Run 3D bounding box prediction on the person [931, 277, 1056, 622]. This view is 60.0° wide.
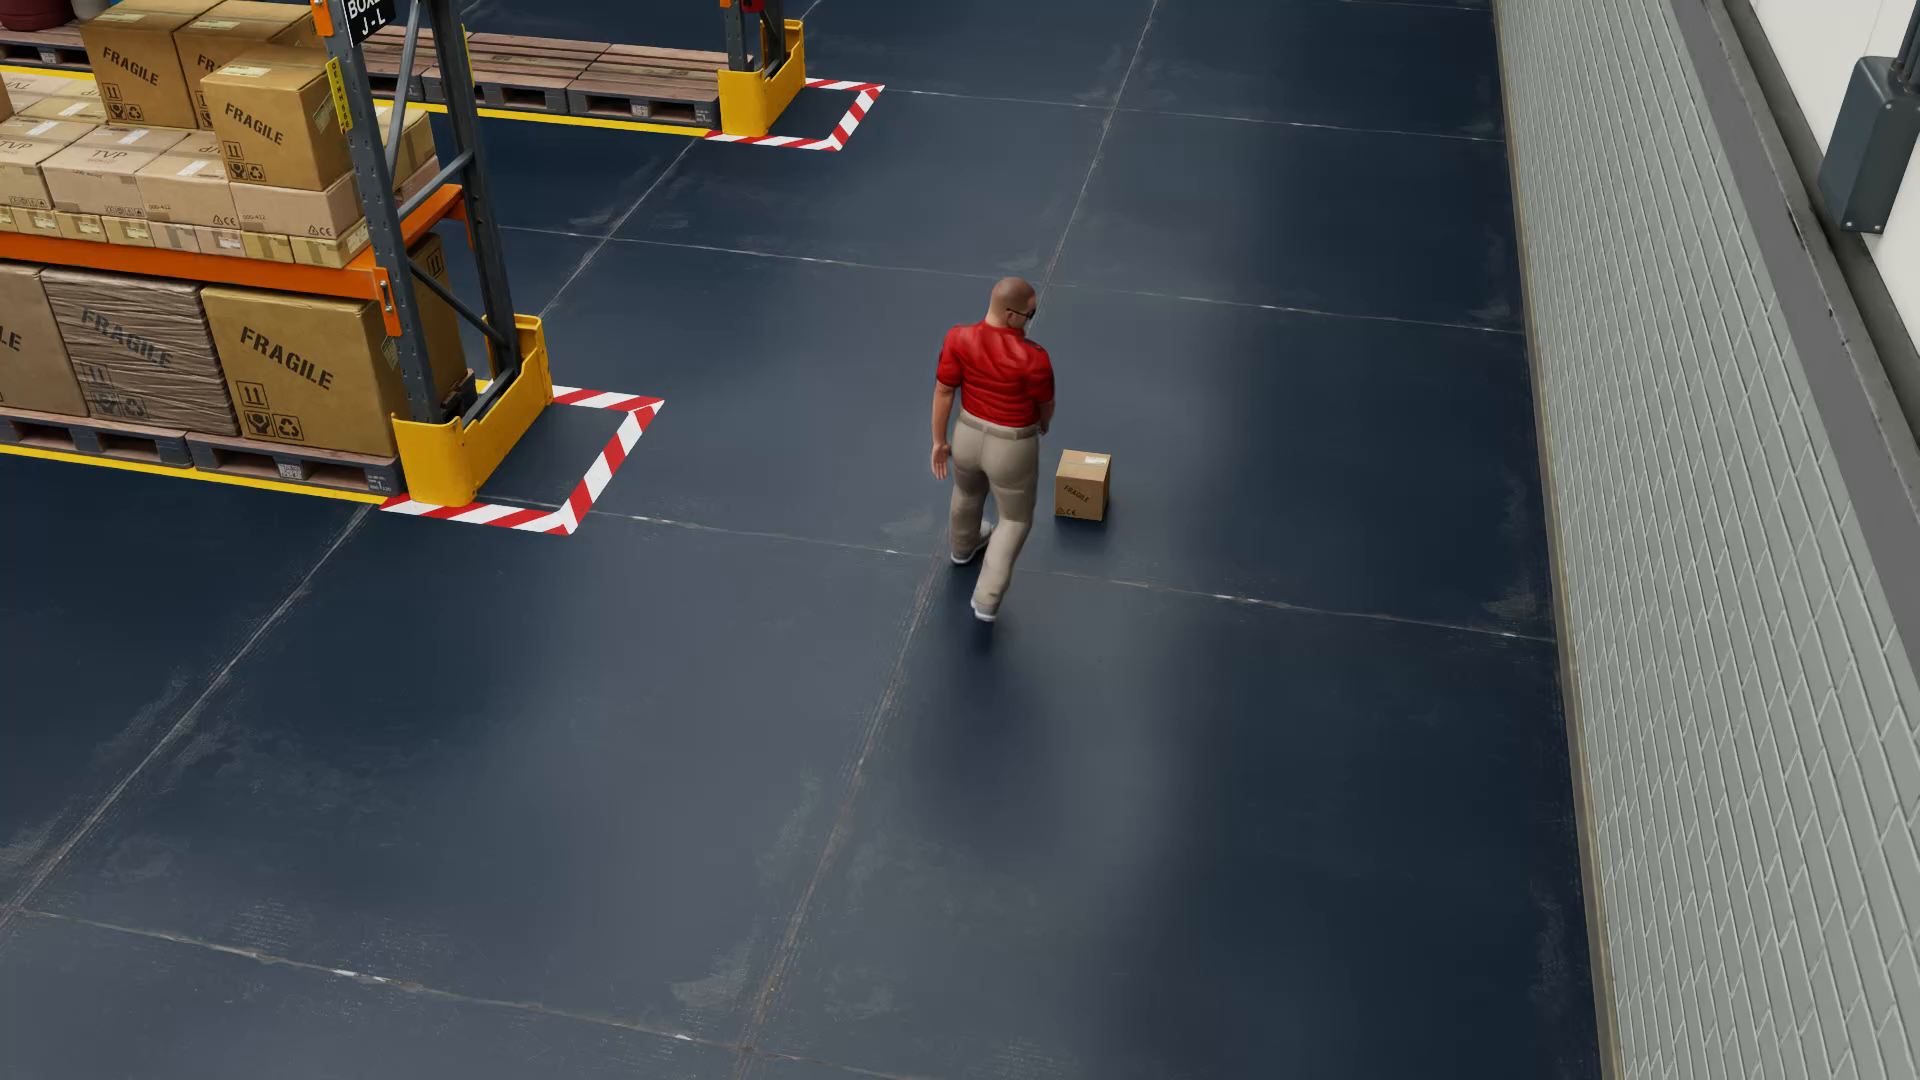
[{"bbox_3d":[0.142,-0.450,7.596,0.592,1.681,0.816,18,40,23],"label":"person"}]
